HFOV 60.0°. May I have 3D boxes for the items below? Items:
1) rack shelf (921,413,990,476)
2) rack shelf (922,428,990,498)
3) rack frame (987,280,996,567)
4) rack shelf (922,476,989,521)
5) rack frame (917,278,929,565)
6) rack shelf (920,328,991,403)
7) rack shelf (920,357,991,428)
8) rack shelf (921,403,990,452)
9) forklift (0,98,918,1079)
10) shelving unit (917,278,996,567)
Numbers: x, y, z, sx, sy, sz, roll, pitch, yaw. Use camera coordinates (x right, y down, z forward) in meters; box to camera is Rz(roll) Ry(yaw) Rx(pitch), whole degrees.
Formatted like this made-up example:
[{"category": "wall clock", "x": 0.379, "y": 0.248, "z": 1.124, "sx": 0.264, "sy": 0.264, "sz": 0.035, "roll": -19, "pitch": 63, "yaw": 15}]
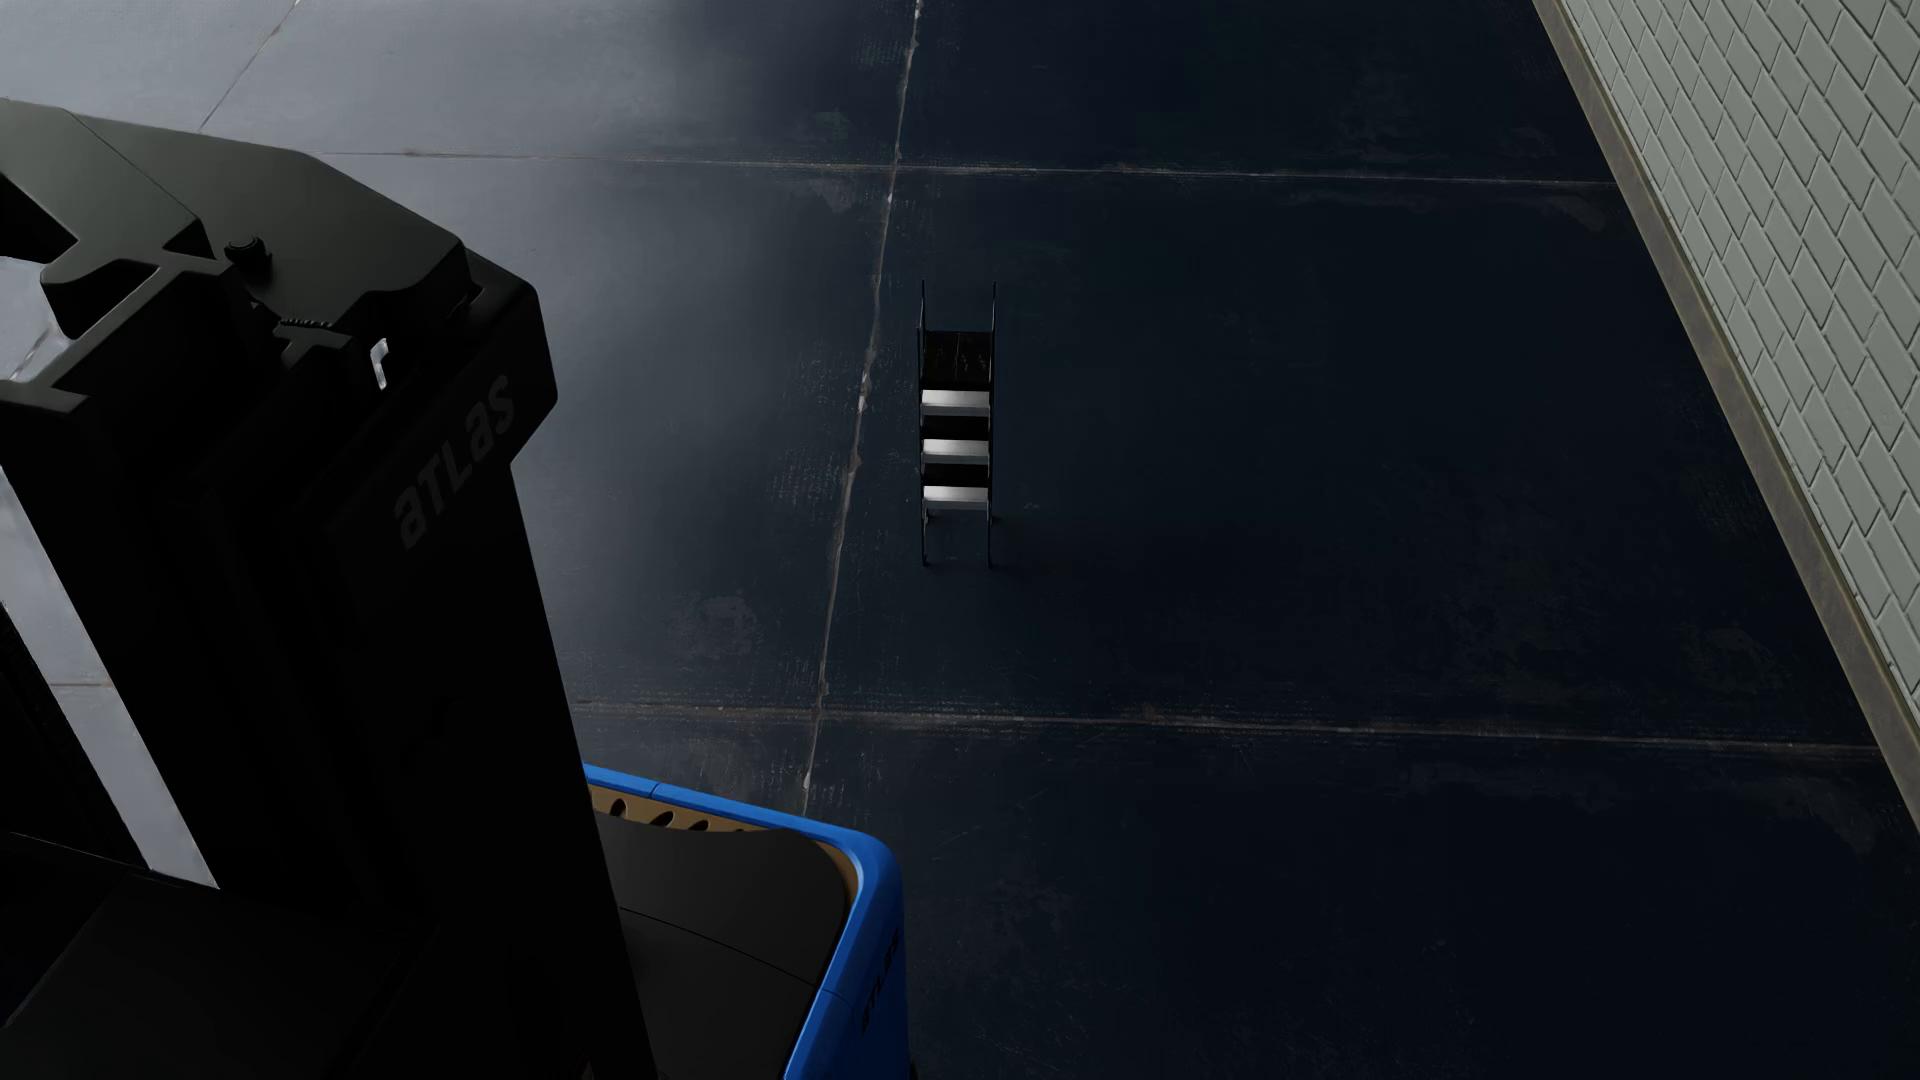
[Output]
[{"category": "rack shelf", "x": -0.008, "y": -0.305, "z": 4.966, "sx": 0.200, "sy": 0.077, "sz": 0.258, "roll": 2, "pitch": 43, "yaw": 2}, {"category": "rack shelf", "x": -0.008, "y": -0.239, "z": 5.028, "sx": 0.200, "sy": 0.077, "sz": 0.258, "roll": 2, "pitch": 43, "yaw": 2}, {"category": "rack frame", "x": 0.093, "y": -0.326, "z": 4.940, "sx": 0.006, "sy": 0.900, "sz": 0.240, "roll": 2, "pitch": 43, "yaw": 2}, {"category": "rack shelf", "x": -0.008, "y": -0.173, "z": 5.089, "sx": 0.200, "sy": 0.077, "sz": 0.258, "roll": 2, "pitch": 43, "yaw": 2}, {"category": "rack frame", "x": -0.110, "y": -0.333, "z": 4.947, "sx": 0.006, "sy": 0.900, "sz": 0.240, "roll": 2, "pitch": 43, "yaw": 2}, {"category": "rack shelf", "x": -0.008, "y": -0.503, "z": 4.782, "sx": 0.200, "sy": 0.077, "sz": 0.258, "roll": 2, "pitch": 43, "yaw": 2}, {"category": "rack shelf", "x": -0.008, "y": -0.437, "z": 4.844, "sx": 0.200, "sy": 0.077, "sz": 0.258, "roll": 2, "pitch": 43, "yaw": 2}, {"category": "rack shelf", "x": -0.008, "y": -0.371, "z": 4.905, "sx": 0.200, "sy": 0.077, "sz": 0.258, "roll": 2, "pitch": 43, "yaw": 2}, {"category": "forklift", "x": -1.006, "y": 1.139, "z": 1.877, "sx": 1.130, "sy": 2.935, "sz": 3.031, "roll": 12, "pitch": 44, "yaw": 12}, {"category": "shelving unit", "x": -0.008, "y": -0.330, "z": 4.944, "sx": 0.210, "sy": 0.900, "sz": 0.258, "roll": 2, "pitch": 43, "yaw": 2}]
